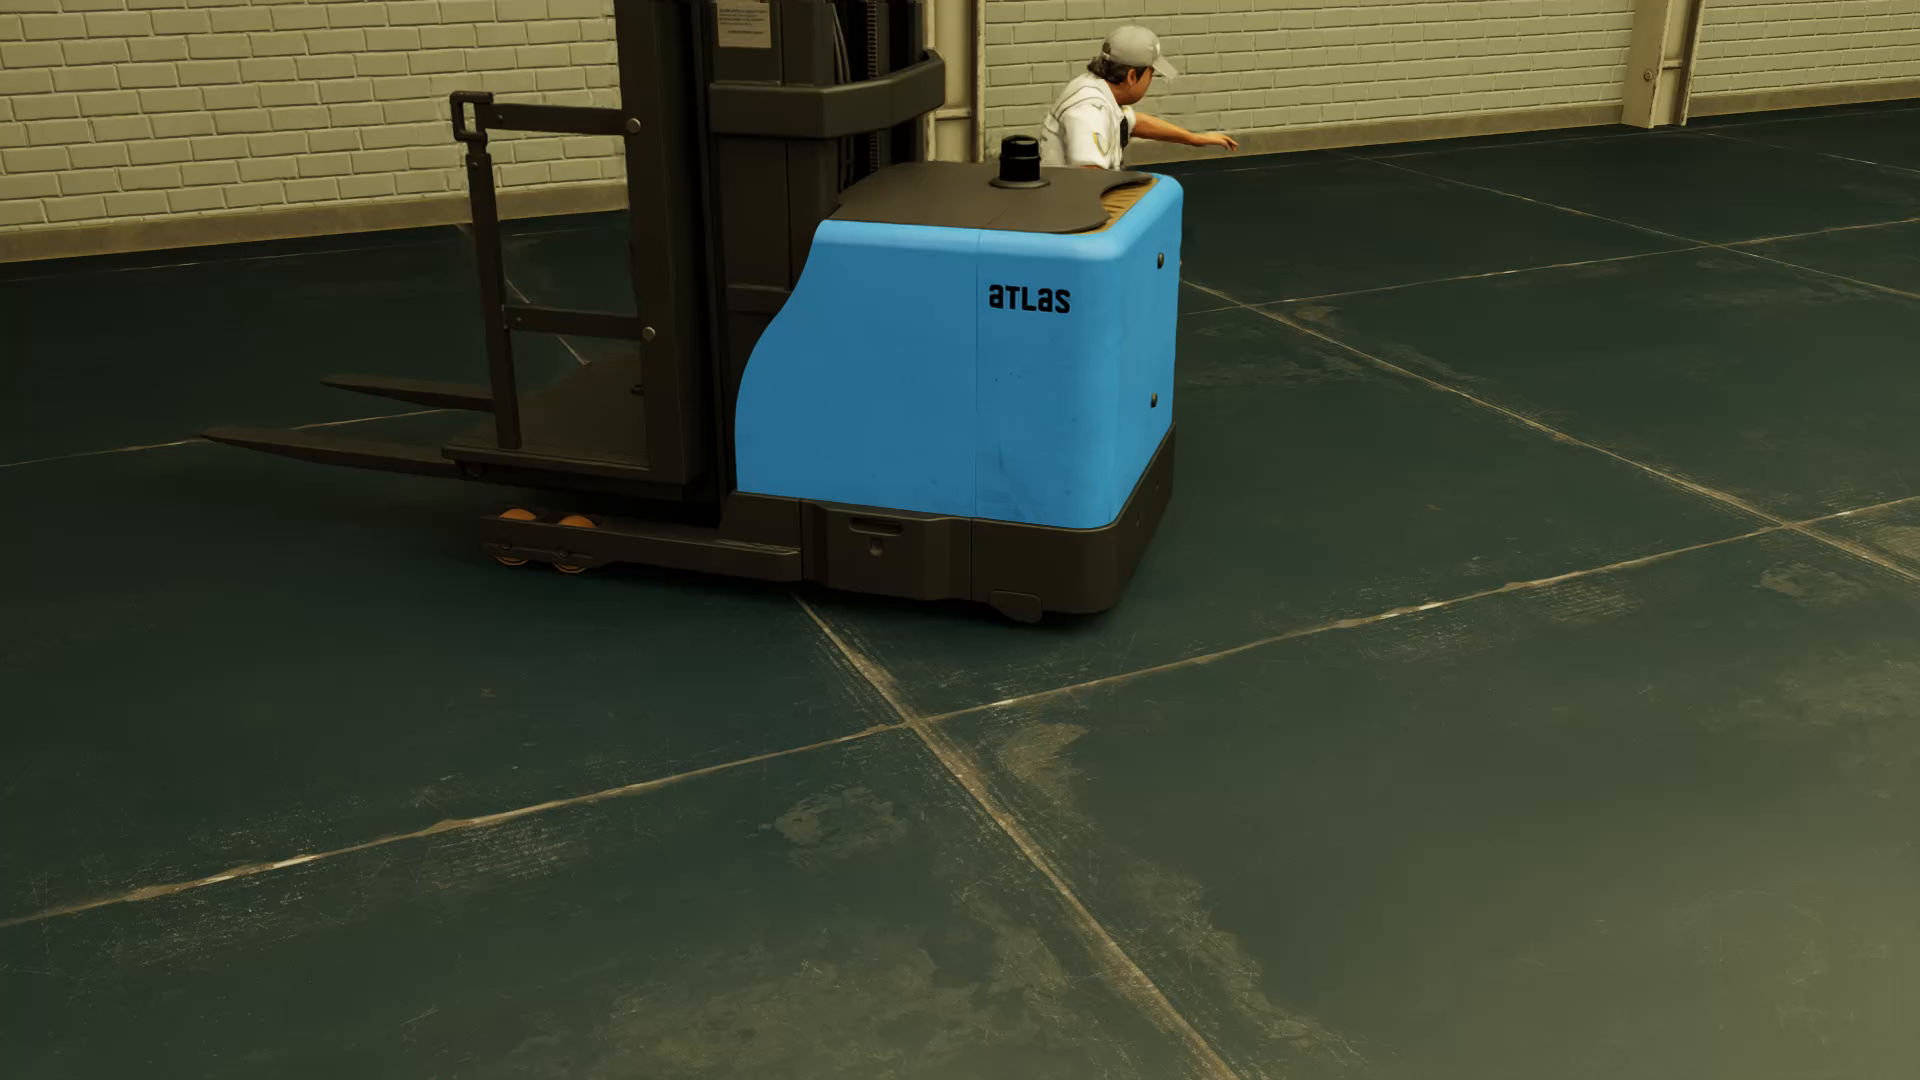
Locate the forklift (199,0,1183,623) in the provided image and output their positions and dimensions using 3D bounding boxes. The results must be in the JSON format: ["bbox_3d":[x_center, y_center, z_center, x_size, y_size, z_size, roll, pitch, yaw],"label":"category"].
[{"bbox_3d":[-0.903,-1.440,4.753,3.031,2.935,1.130,7,23,16],"label":"forklift"}]

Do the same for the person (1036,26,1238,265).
[{"bbox_3d":[0.566,-1.005,5.715,0.864,1.431,1.224,1,23,2],"label":"person"}]
